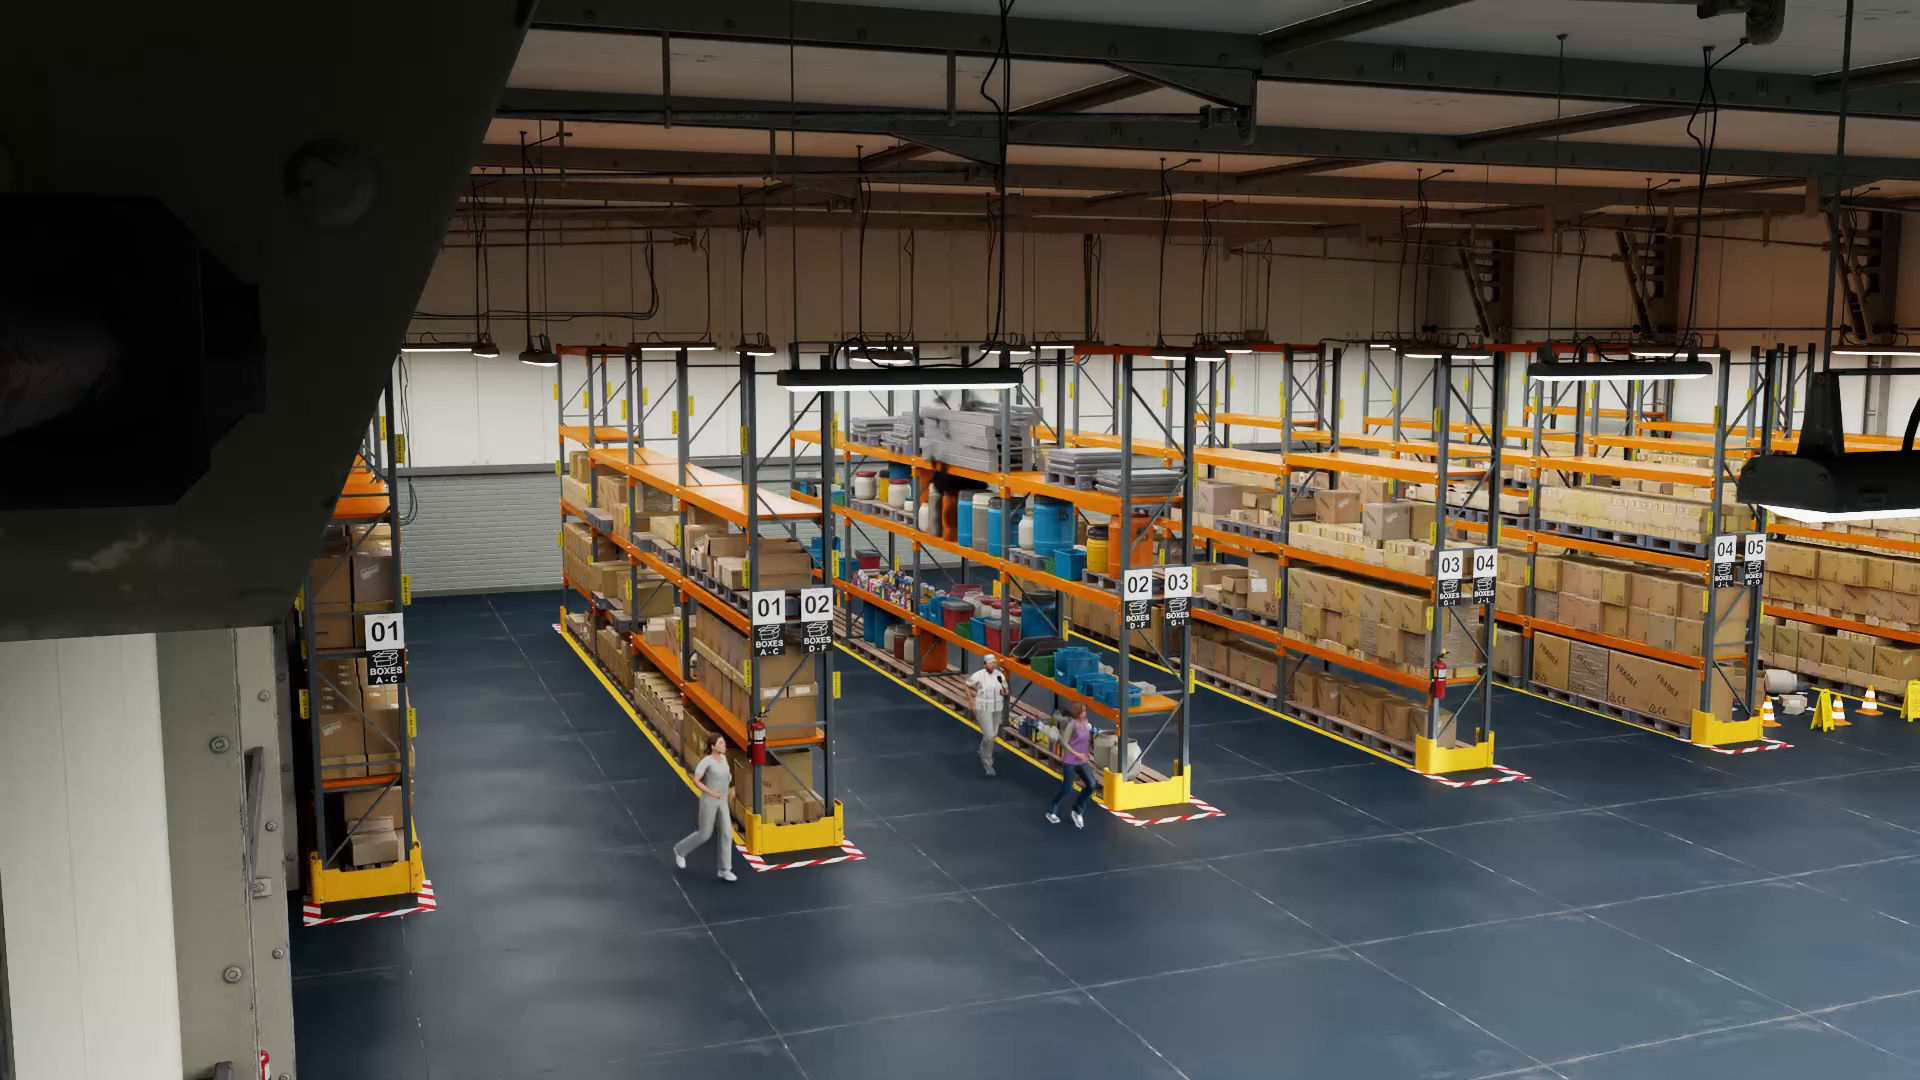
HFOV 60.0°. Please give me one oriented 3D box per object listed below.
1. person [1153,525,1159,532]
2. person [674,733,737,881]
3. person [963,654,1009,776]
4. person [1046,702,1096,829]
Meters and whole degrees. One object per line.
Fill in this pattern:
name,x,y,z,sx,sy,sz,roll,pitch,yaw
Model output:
person,4.507,0.488,39.386,0.699,1.734,0.756,1,7,7
person,-2.842,3.058,19.349,0.934,1.629,0.631,5,9,34
person,0.403,2.487,23.900,0.573,1.721,0.764,-4,8,-30
person,1.476,2.862,21.301,0.615,1.587,0.601,6,9,39
